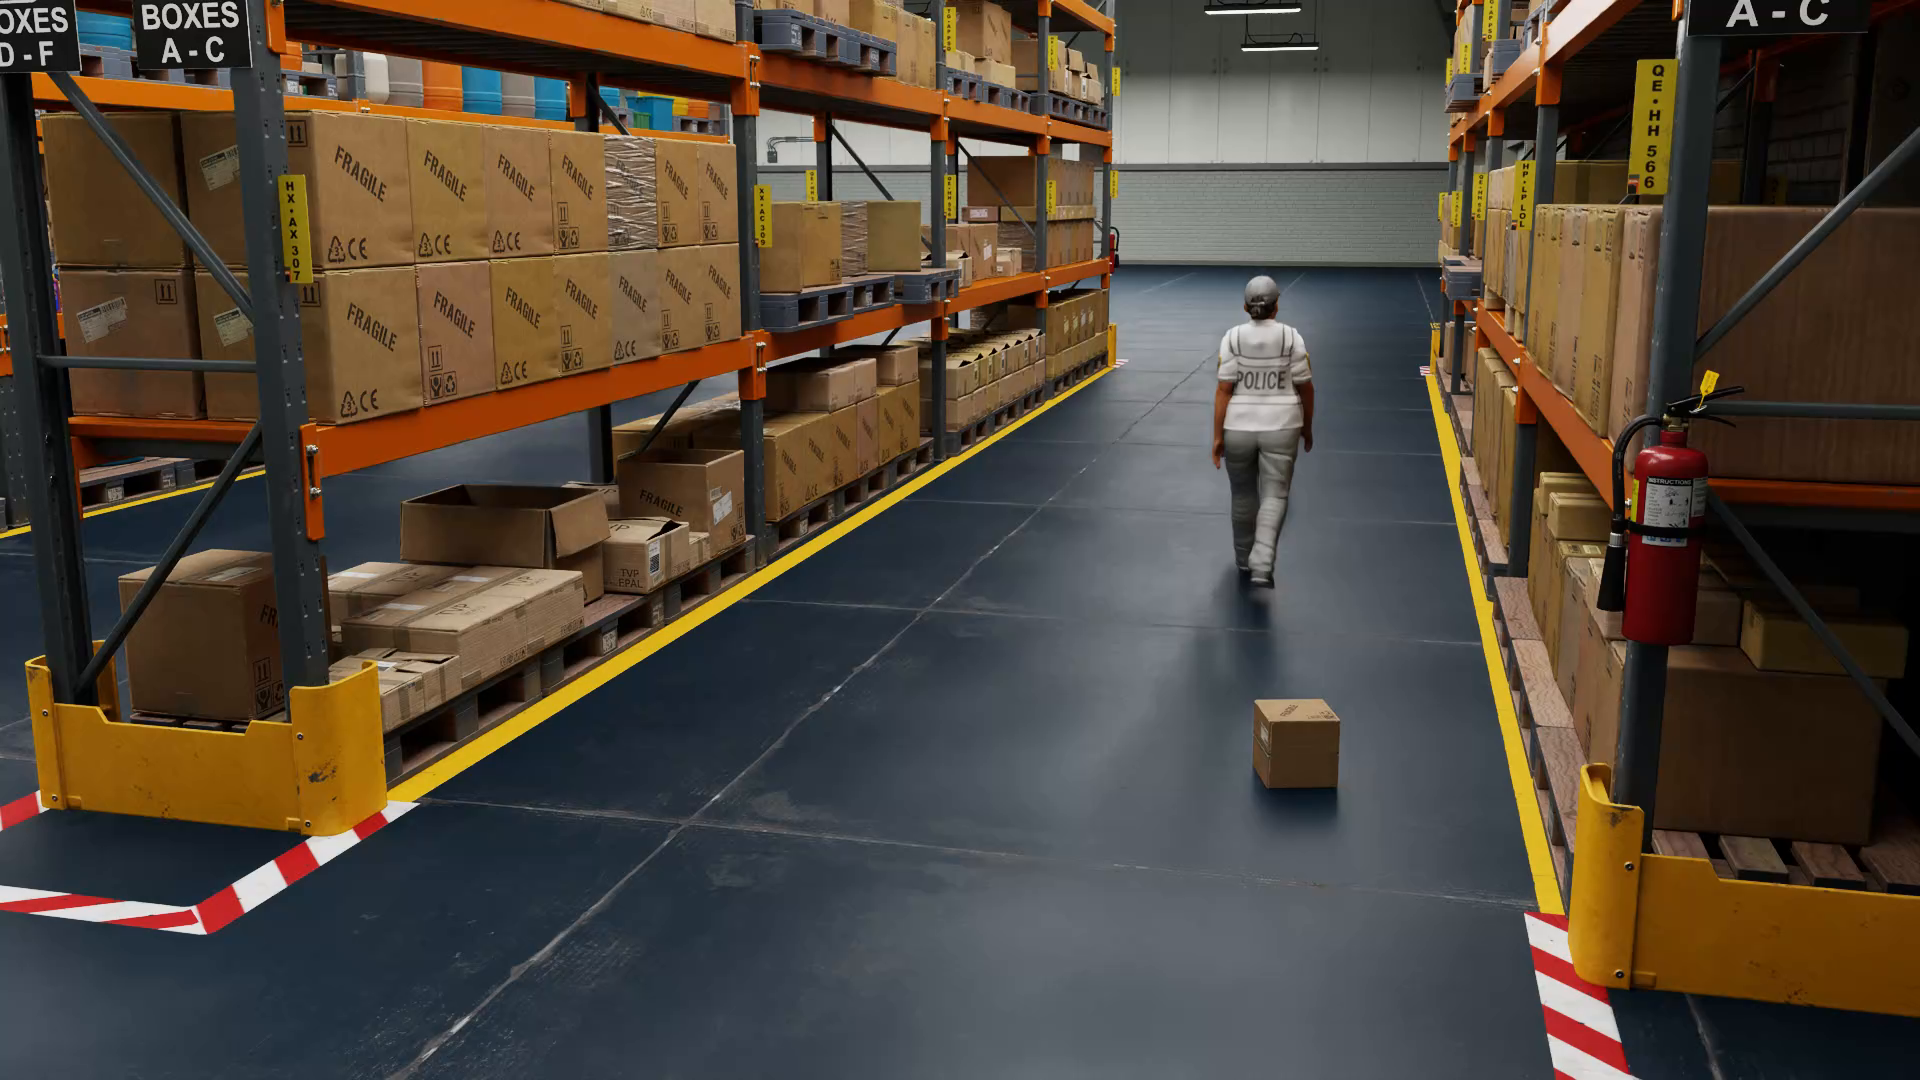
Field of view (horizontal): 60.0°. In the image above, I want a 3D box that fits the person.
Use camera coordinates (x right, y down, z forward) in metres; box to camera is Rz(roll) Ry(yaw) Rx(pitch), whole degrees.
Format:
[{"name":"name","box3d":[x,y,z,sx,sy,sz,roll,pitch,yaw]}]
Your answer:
[{"name":"person","box3d":[1.593,-0.571,8.719,0.497,1.613,0.990,4,12,17]}]
